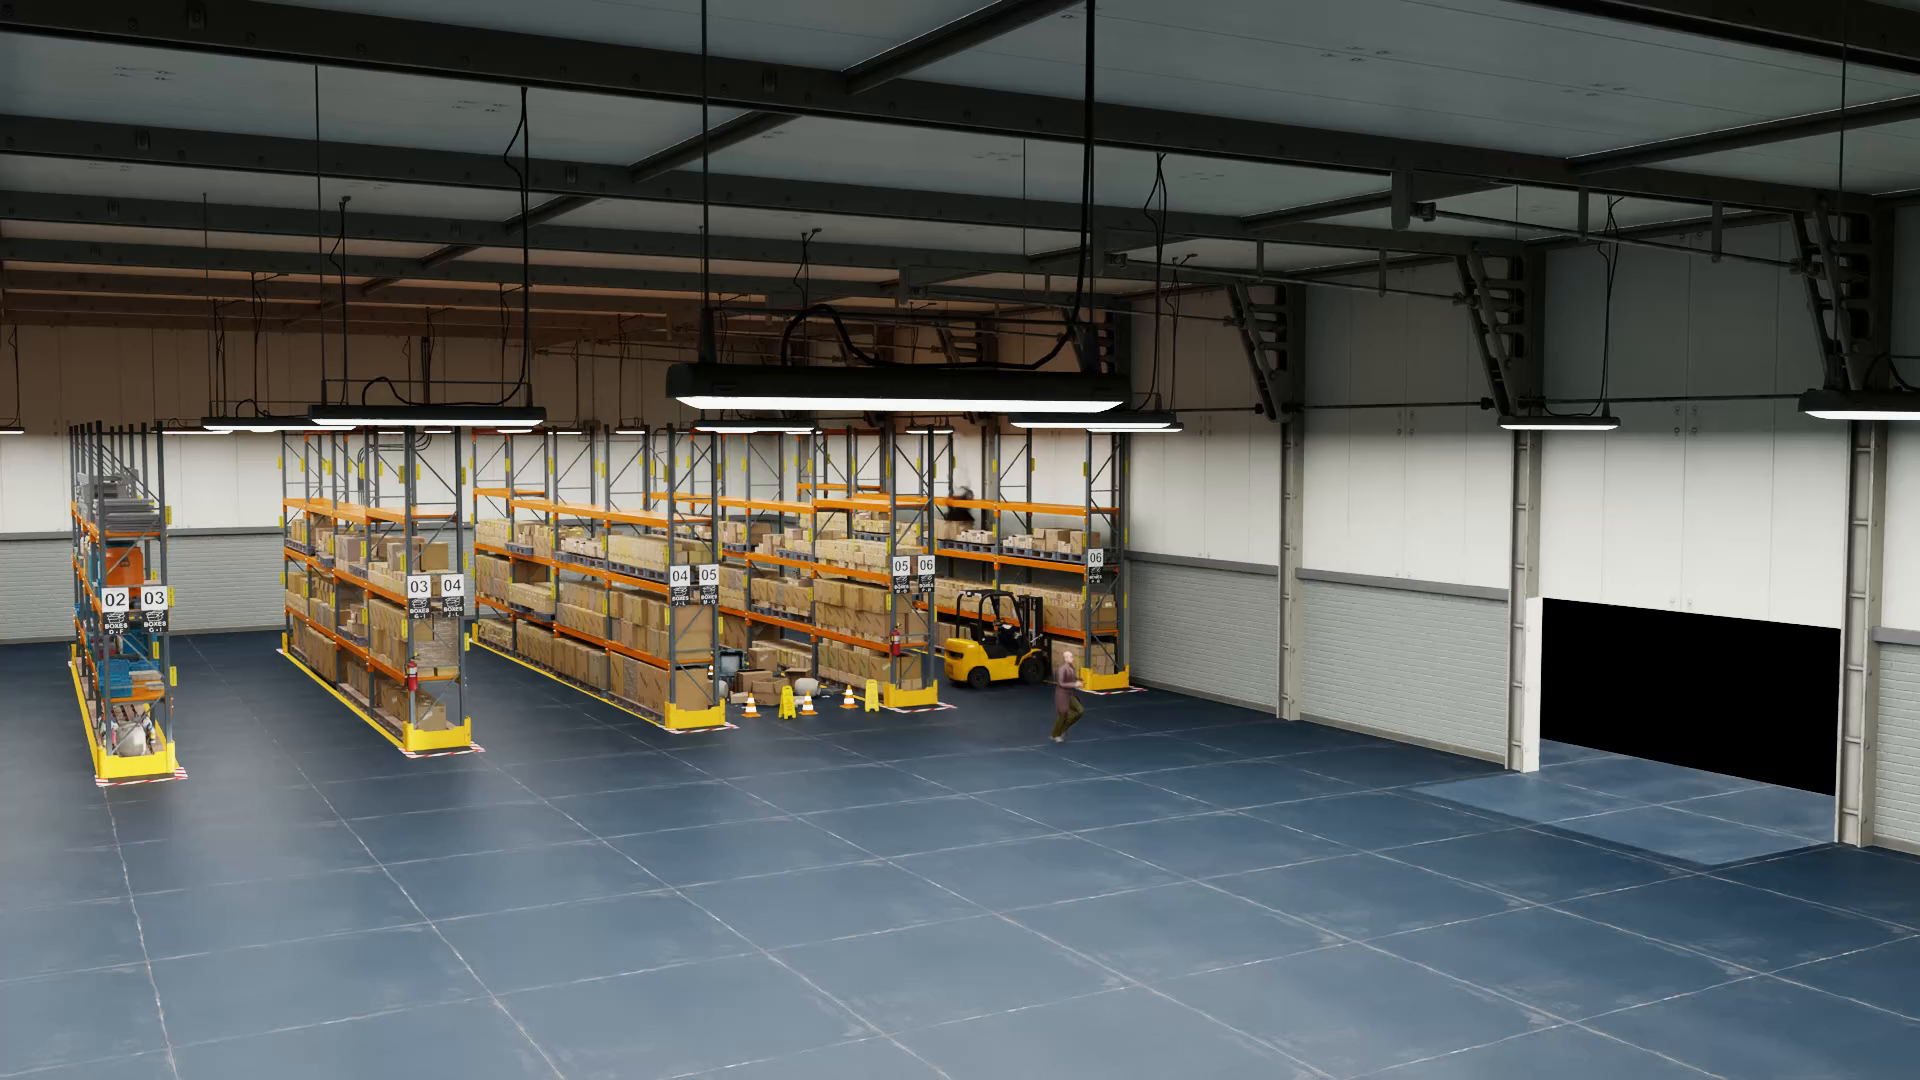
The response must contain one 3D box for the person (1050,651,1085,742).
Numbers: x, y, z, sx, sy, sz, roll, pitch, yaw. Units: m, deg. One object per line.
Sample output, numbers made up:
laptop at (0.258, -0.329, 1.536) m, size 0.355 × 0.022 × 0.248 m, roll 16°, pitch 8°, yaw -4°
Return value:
person at (2.006, 2.928, 31.024) m, size 0.794 × 1.728 × 0.759 m, roll 2°, pitch 4°, yaw 31°
